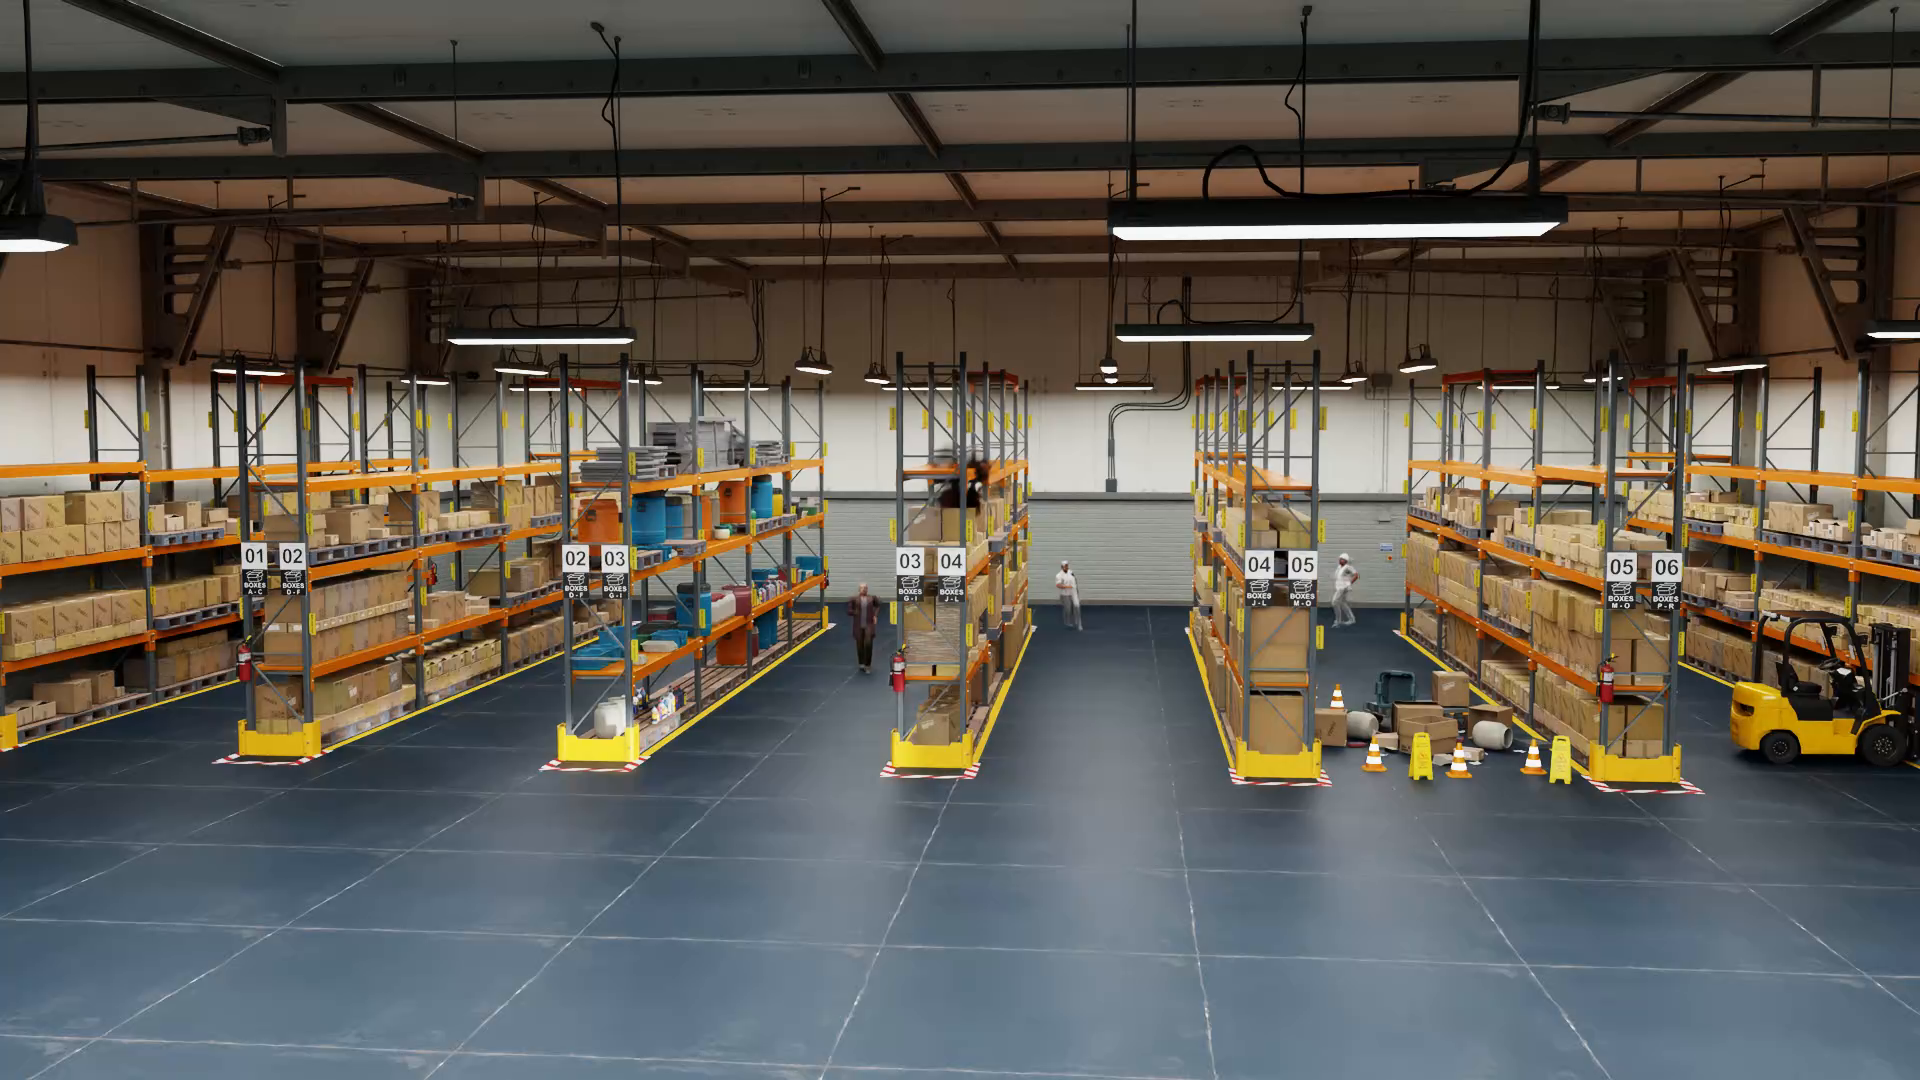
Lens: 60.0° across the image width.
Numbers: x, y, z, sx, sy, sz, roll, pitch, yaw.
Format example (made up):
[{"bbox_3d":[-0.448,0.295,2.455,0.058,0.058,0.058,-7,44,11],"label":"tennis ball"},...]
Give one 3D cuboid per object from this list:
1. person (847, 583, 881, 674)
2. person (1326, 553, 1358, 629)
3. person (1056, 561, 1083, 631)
[{"bbox_3d":[-1.919,1.762,33.177,0.685,1.826,0.776,0,4,-1],"label":"person"},{"bbox_3d":[9.279,1.240,40.384,0.735,1.835,0.654,0,4,-1],"label":"person"},{"bbox_3d":[2.591,1.332,40.008,0.611,1.662,0.832,-1,4,-19],"label":"person"}]
